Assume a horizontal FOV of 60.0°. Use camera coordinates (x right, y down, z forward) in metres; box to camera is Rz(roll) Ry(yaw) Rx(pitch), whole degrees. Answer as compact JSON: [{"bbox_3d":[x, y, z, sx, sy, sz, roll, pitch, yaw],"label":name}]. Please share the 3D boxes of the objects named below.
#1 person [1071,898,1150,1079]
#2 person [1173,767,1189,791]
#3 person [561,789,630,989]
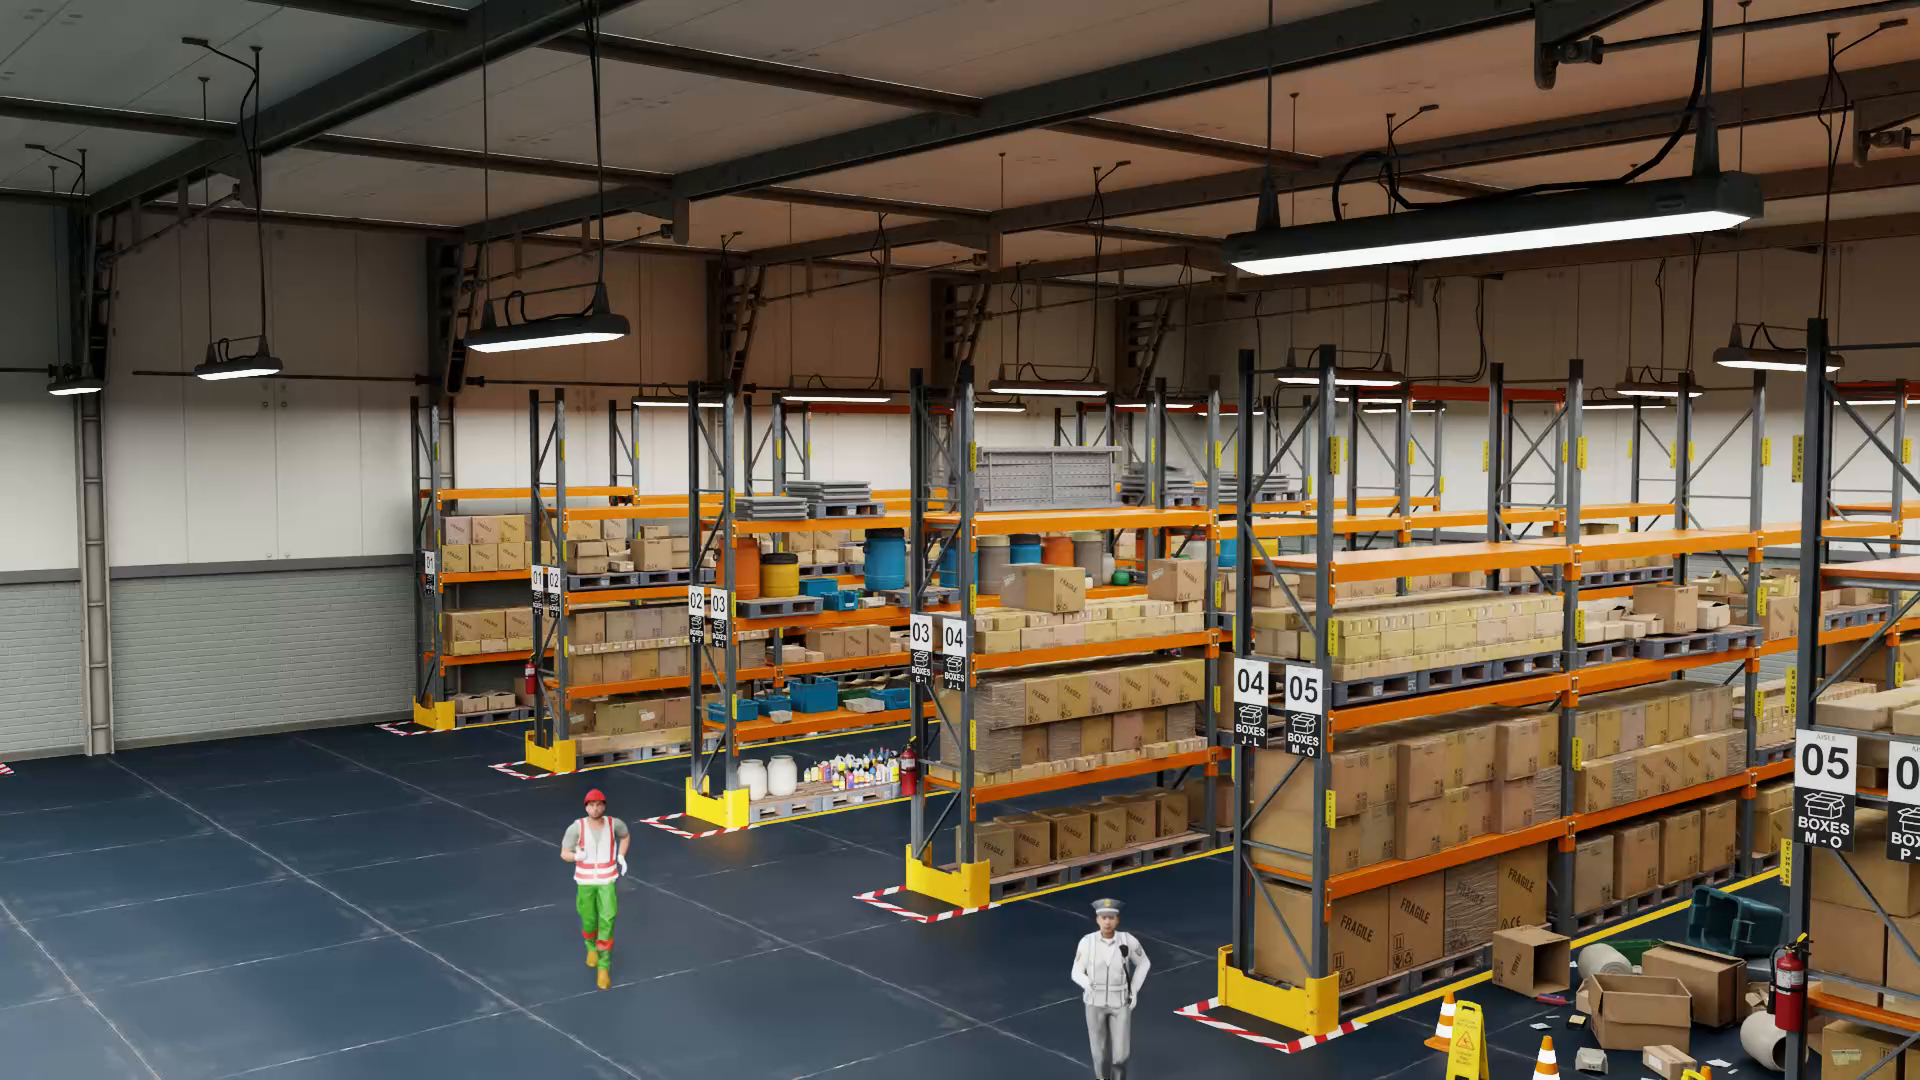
[{"bbox_3d":[1.145,3.570,12.712,0.600,1.661,0.570,0,3,8],"label":"person"},{"bbox_3d":[3.199,2.896,24.418,0.585,1.719,0.708,3,4,42],"label":"person"},{"bbox_3d":[-3.493,3.291,15.955,0.645,1.800,0.899,-1,3,-12],"label":"person"}]
